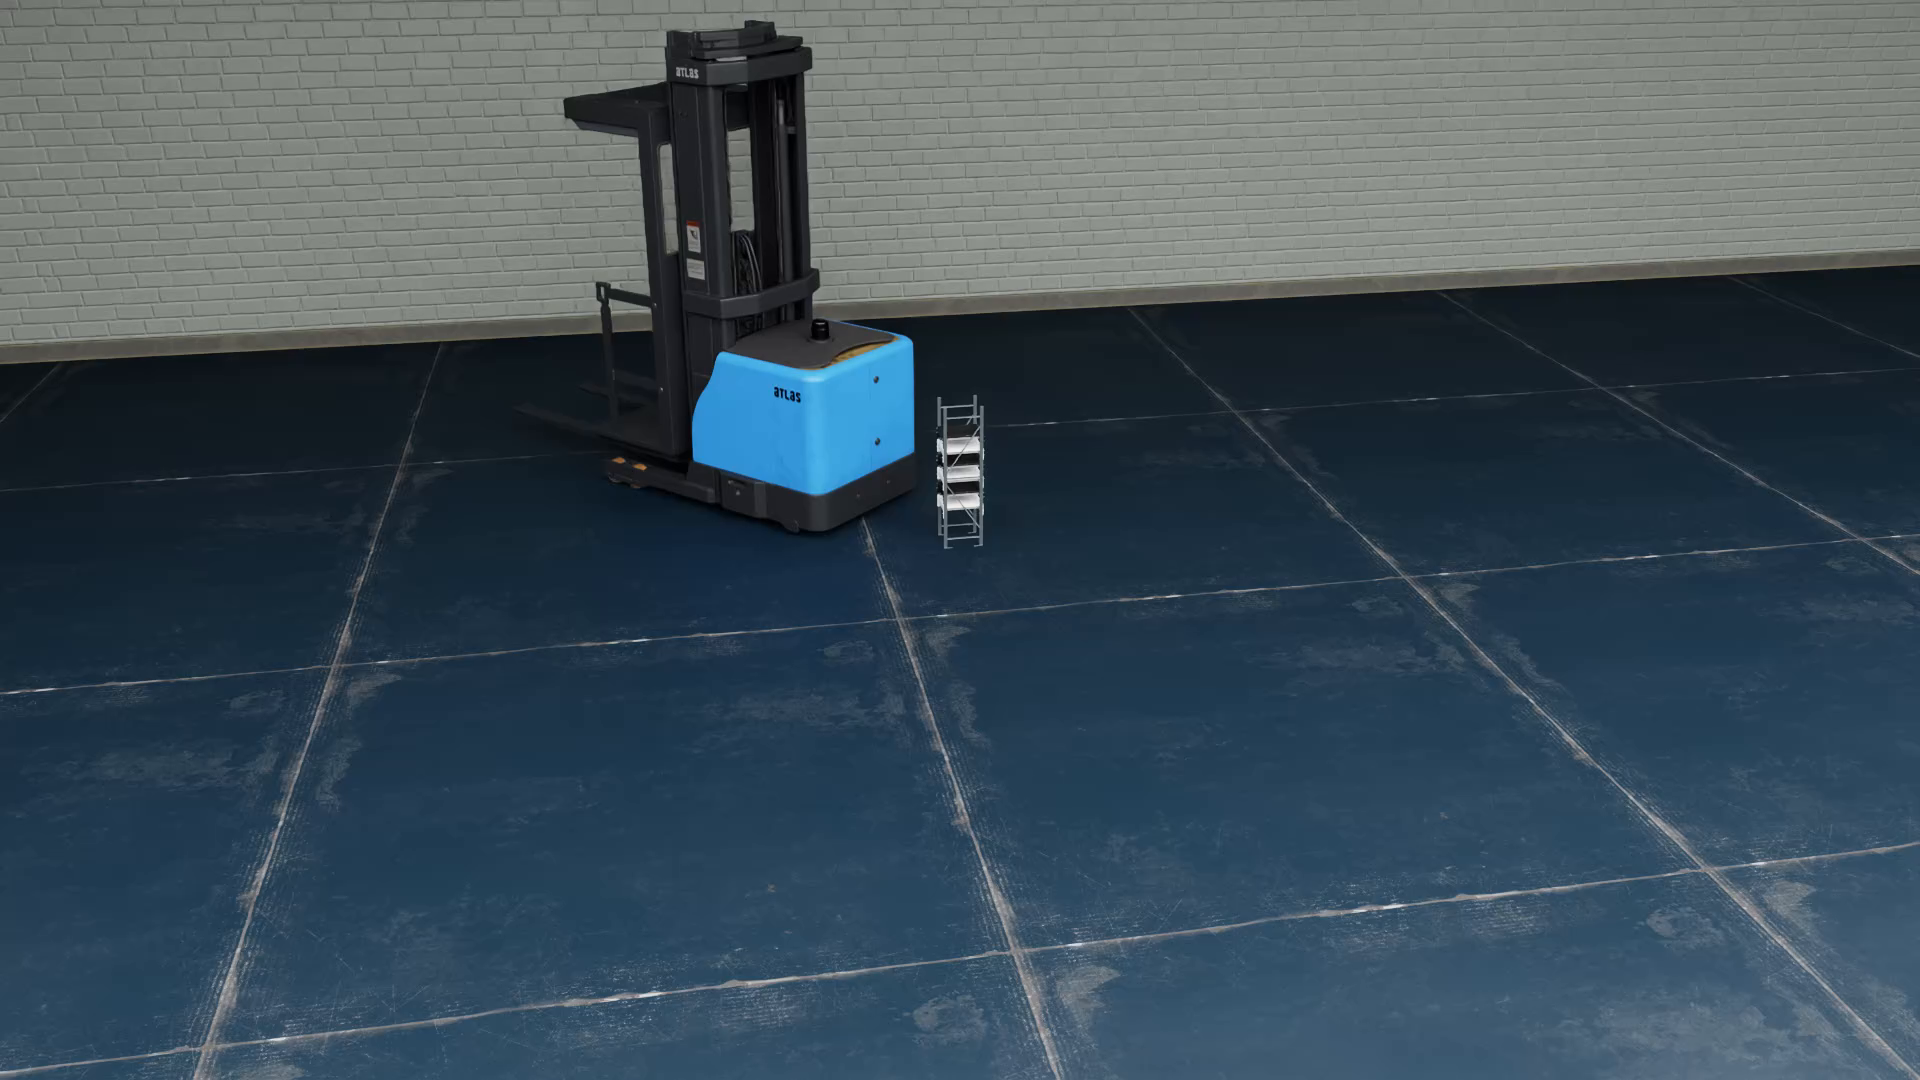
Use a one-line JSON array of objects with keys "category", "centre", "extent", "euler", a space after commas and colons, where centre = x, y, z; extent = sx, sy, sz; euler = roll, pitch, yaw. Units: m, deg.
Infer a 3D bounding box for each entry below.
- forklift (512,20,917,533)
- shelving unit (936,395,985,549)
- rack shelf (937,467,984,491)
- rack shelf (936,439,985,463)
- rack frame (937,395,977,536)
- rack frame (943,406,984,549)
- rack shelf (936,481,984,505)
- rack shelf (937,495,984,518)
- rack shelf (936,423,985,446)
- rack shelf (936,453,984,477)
[{"category": "forklift", "centre": [-1.771, -1.835, 10.789], "extent": [3.031, 2.935, 1.130], "euler": [16, 28, 32]}, {"category": "shelving unit", "centre": [0.001, -0.409, 10.063], "extent": [0.258, 0.900, 0.210], "euler": [-4, 24, -10]}, {"category": "rack shelf", "centre": [0.001, -0.379, 10.076], "extent": [0.258, 0.077, 0.200], "euler": [-4, 24, -10]}, {"category": "rack shelf", "centre": [0.001, -0.544, 10.004], "extent": [0.258, 0.077, 0.200], "euler": [-4, 24, -10]}, {"category": "rack frame", "centre": [-0.017, -0.449, 10.154], "extent": [0.240, 0.900, 0.006], "euler": [-4, 24, -10]}, {"category": "rack frame", "centre": [0.020, -0.369, 9.971], "extent": [0.240, 0.900, 0.006], "euler": [-4, 24, -10]}, {"category": "rack shelf", "centre": [0.001, -0.296, 10.112], "extent": [0.258, 0.077, 0.200], "euler": [-4, 24, -10]}, {"category": "rack shelf", "centre": [0.001, -0.214, 10.148], "extent": [0.258, 0.077, 0.200], "euler": [-4, 24, -10]}, {"category": "rack shelf", "centre": [0.001, -0.626, 9.968], "extent": [0.258, 0.077, 0.200], "euler": [-4, 24, -10]}, {"category": "rack shelf", "centre": [0.001, -0.461, 10.040], "extent": [0.258, 0.077, 0.200], "euler": [-4, 24, -10]}]
